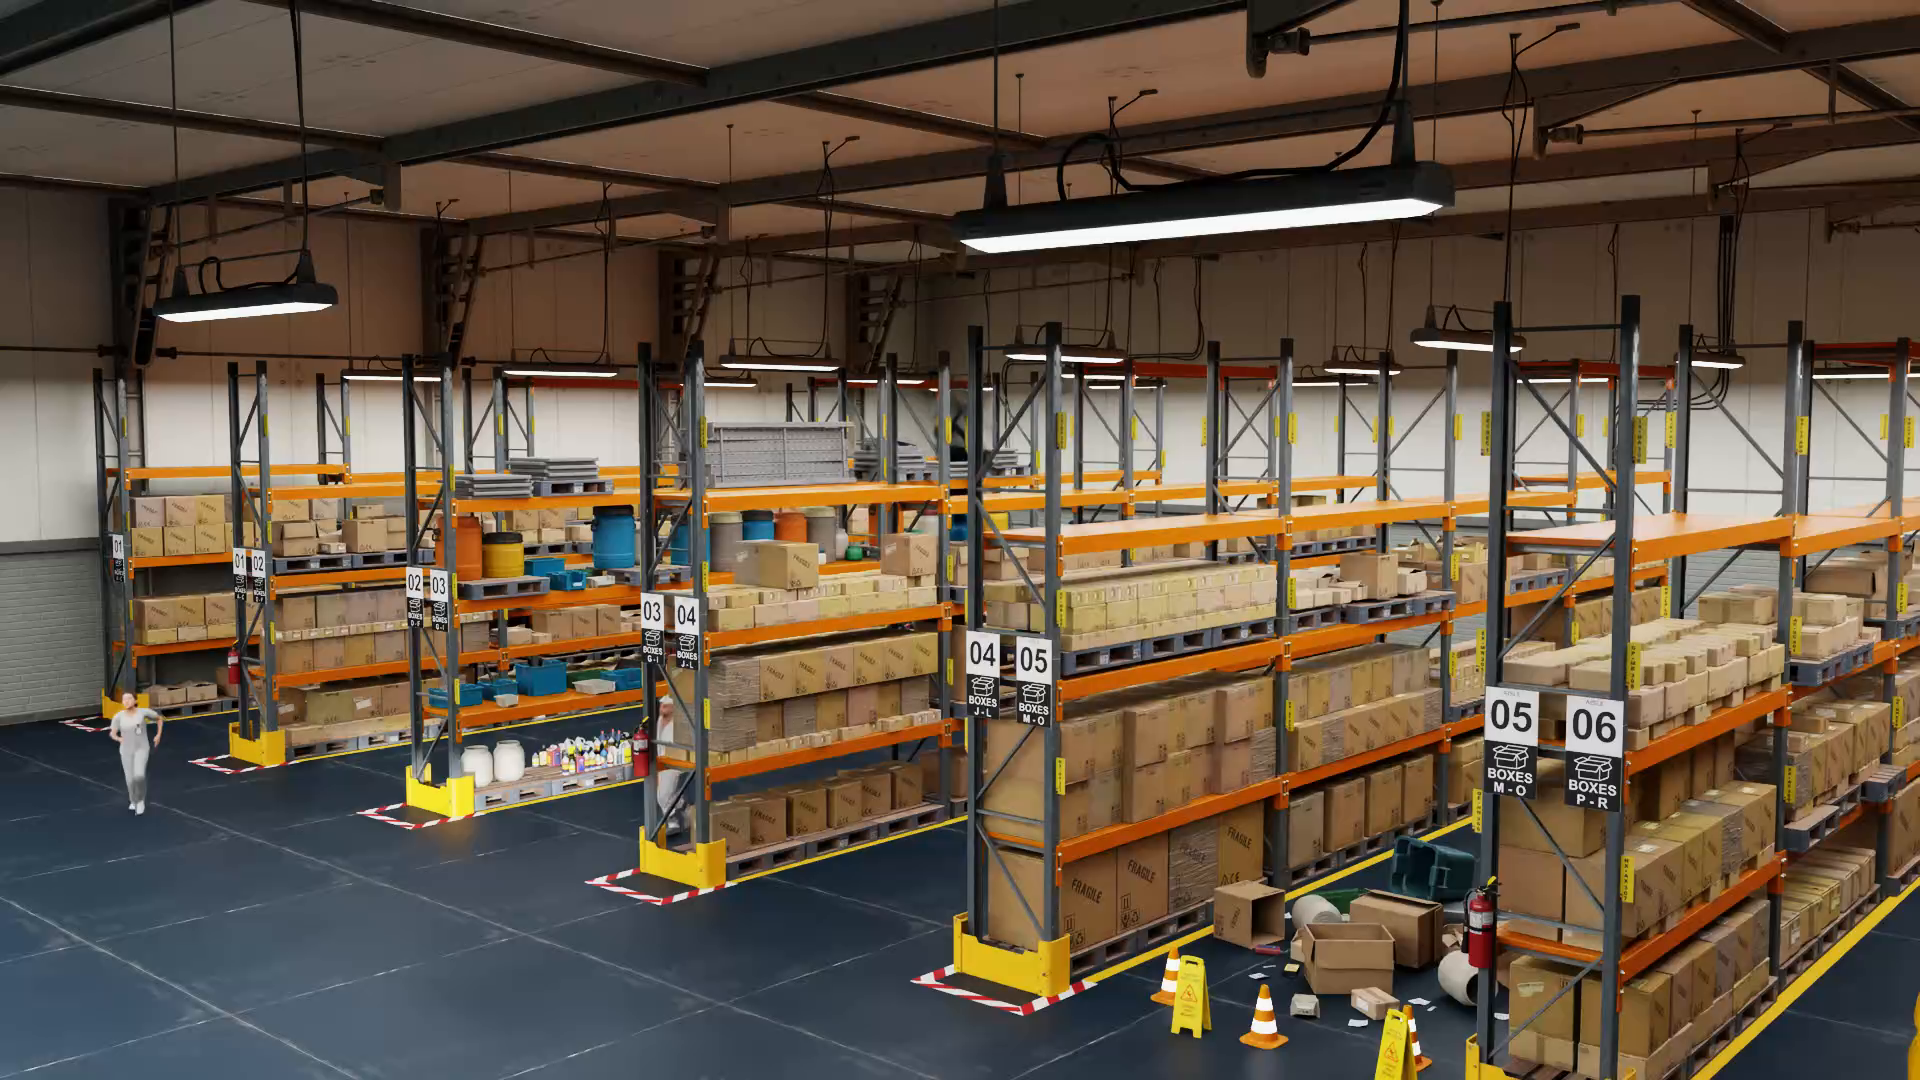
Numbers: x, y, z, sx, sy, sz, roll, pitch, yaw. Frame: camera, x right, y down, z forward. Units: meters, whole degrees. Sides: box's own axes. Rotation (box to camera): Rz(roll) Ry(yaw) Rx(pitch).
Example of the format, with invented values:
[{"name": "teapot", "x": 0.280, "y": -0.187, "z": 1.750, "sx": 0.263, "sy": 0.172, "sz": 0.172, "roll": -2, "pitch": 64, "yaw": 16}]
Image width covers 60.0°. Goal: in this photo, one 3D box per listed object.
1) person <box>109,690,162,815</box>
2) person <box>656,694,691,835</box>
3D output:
[{"name": "person", "x": -10.661, "y": 2.740, "z": 21.521, "sx": 0.572, "sy": 1.620, "sz": 0.818, "roll": -1, "pitch": 4, "yaw": -13}, {"name": "person", "x": -3.608, "y": 2.776, "z": 20.553, "sx": 0.676, "sy": 1.748, "sz": 0.592, "roll": 3, "pitch": 5, "yaw": 39}]
